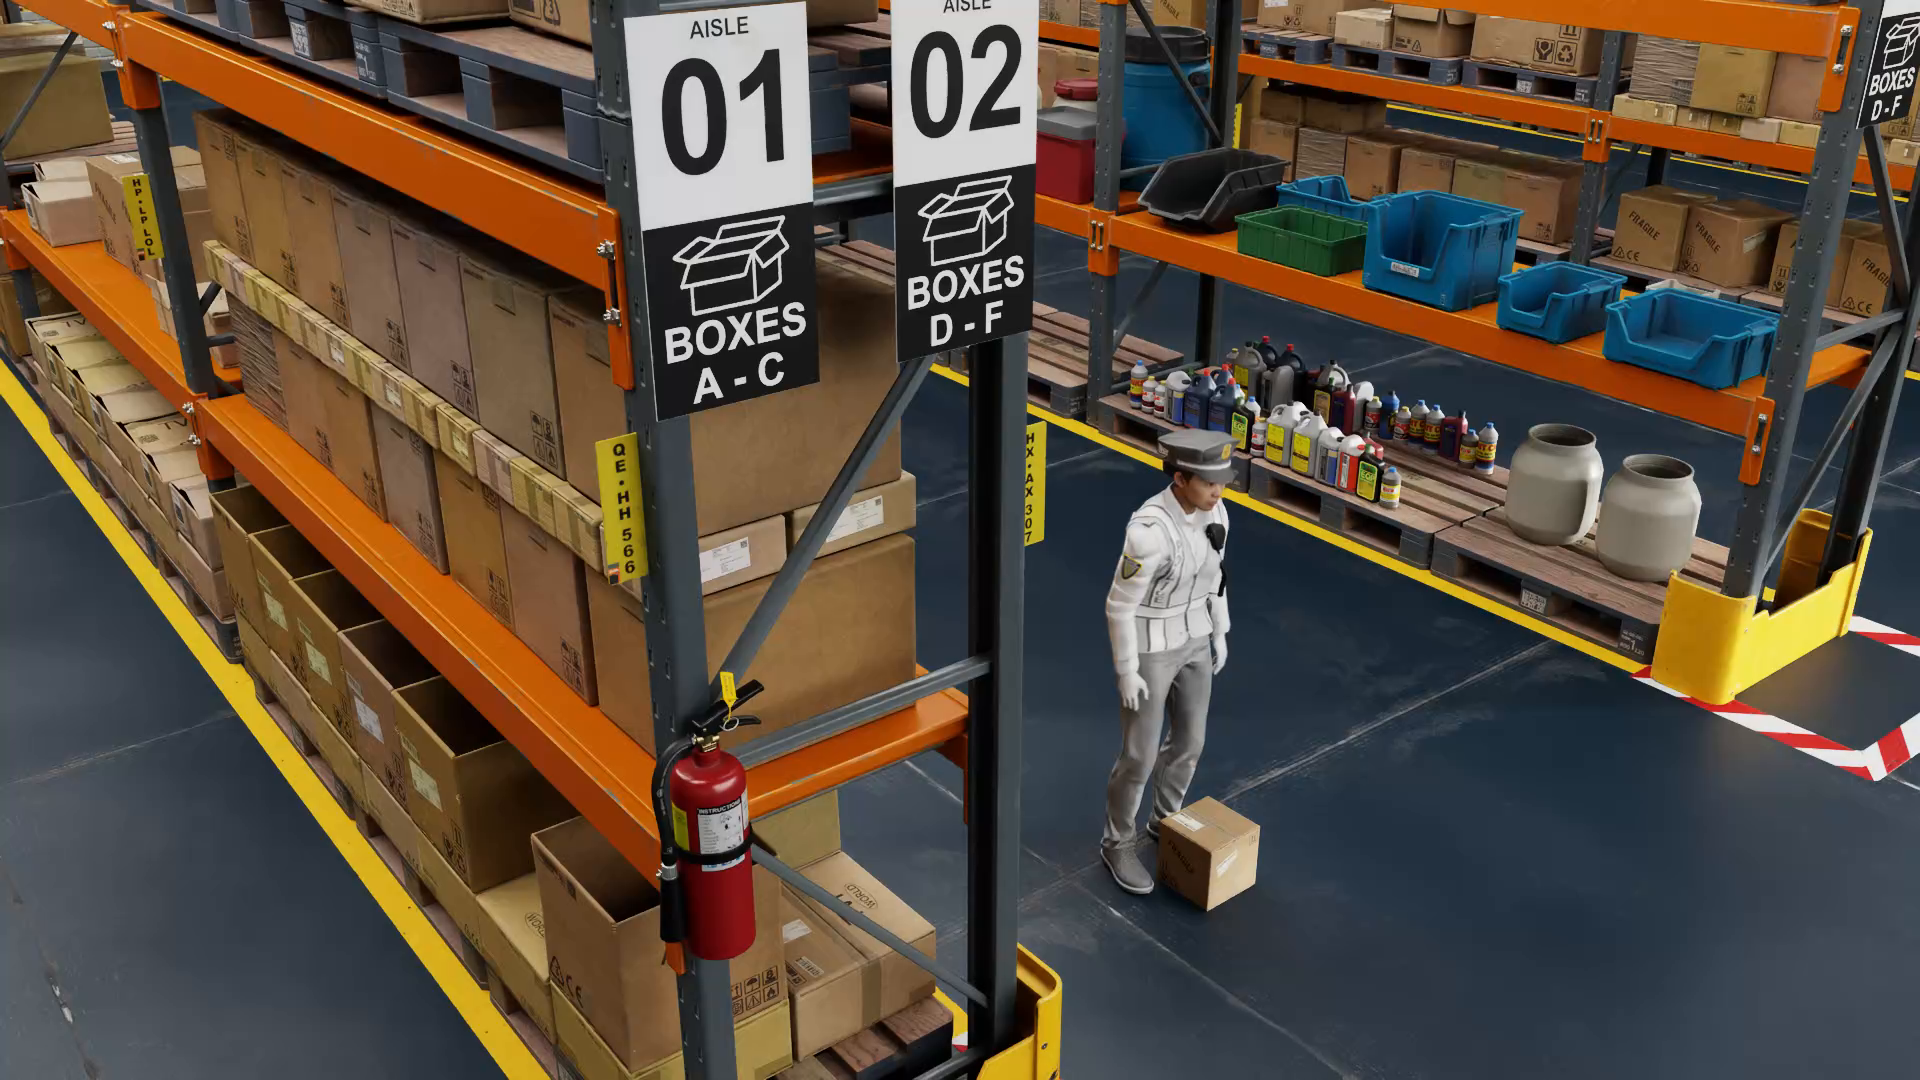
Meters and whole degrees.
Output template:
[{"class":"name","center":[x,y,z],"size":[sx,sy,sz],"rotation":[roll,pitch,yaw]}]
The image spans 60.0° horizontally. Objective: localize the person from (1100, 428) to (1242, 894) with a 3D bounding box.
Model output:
[{"class":"person","center":[0.729,0.391,5.760],"size":[0.537,1.663,0.378],"rotation":[-19,31,-35]}]
